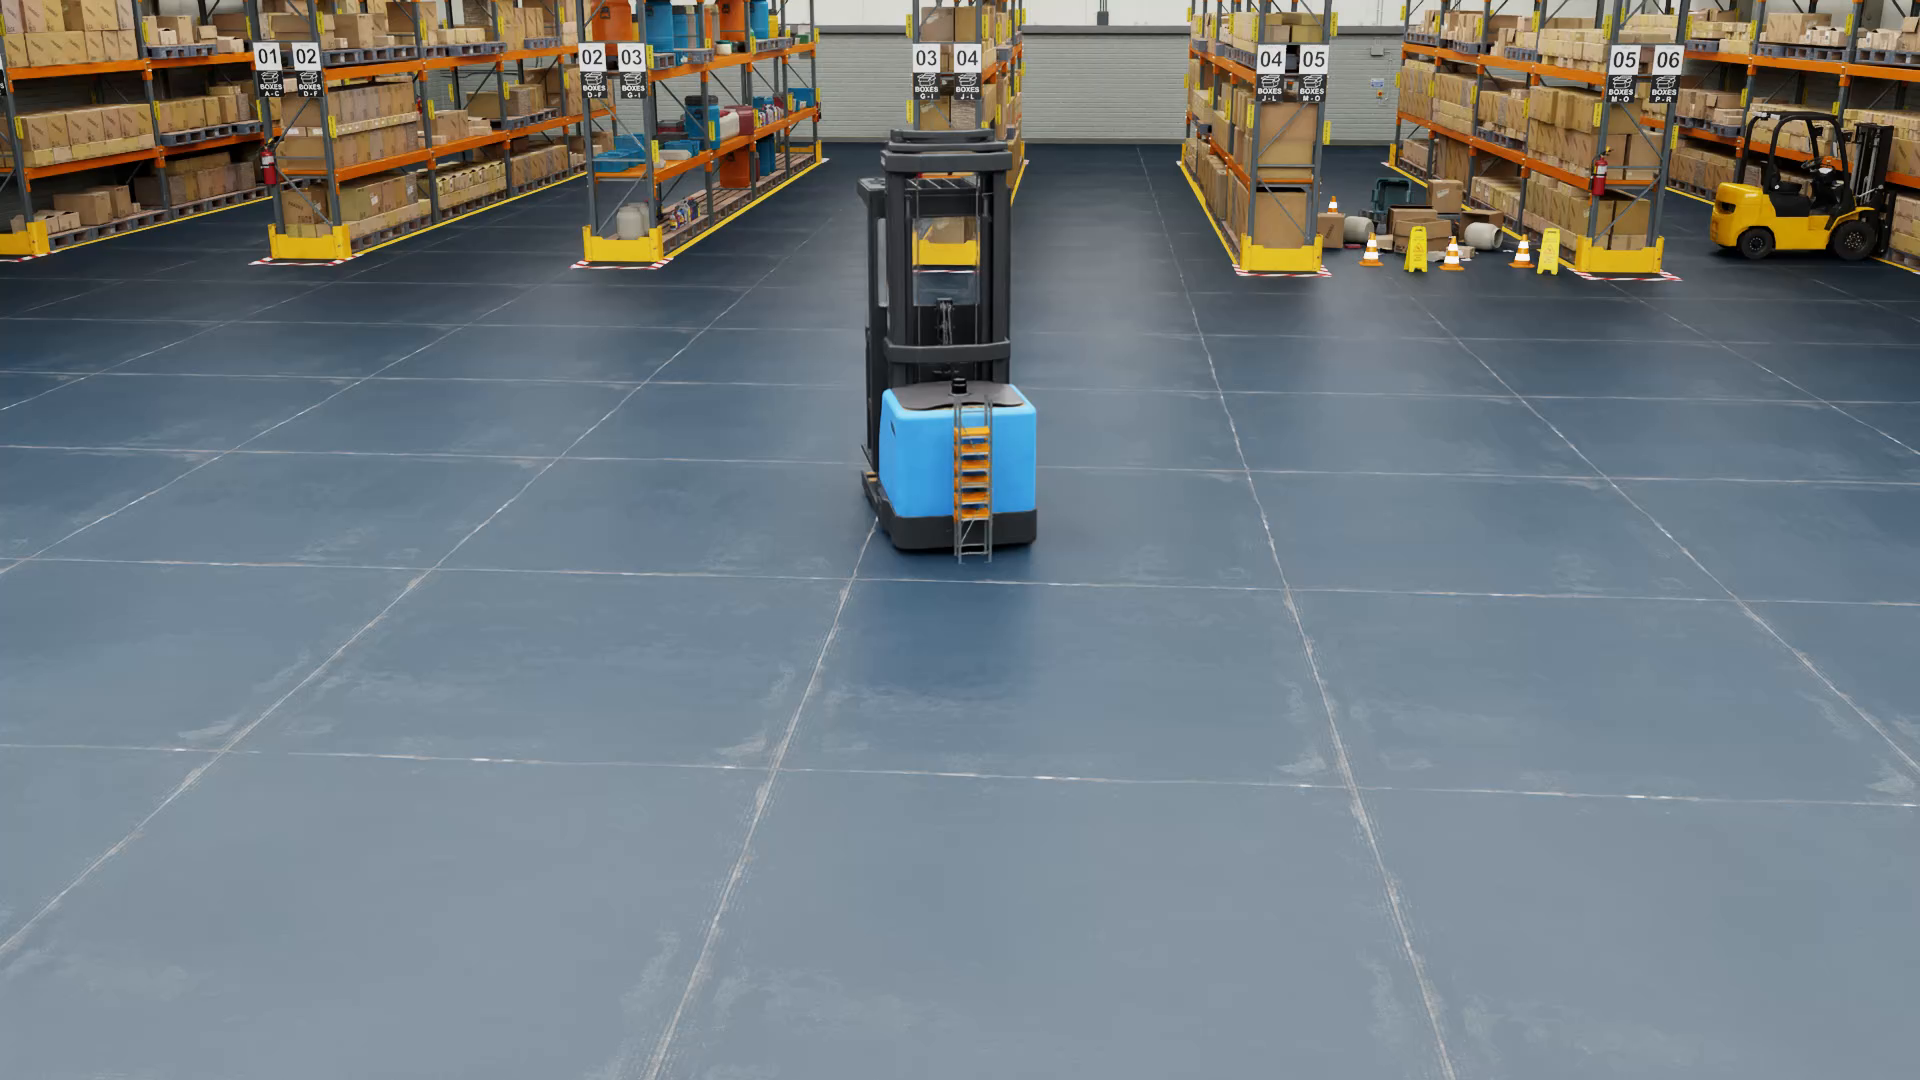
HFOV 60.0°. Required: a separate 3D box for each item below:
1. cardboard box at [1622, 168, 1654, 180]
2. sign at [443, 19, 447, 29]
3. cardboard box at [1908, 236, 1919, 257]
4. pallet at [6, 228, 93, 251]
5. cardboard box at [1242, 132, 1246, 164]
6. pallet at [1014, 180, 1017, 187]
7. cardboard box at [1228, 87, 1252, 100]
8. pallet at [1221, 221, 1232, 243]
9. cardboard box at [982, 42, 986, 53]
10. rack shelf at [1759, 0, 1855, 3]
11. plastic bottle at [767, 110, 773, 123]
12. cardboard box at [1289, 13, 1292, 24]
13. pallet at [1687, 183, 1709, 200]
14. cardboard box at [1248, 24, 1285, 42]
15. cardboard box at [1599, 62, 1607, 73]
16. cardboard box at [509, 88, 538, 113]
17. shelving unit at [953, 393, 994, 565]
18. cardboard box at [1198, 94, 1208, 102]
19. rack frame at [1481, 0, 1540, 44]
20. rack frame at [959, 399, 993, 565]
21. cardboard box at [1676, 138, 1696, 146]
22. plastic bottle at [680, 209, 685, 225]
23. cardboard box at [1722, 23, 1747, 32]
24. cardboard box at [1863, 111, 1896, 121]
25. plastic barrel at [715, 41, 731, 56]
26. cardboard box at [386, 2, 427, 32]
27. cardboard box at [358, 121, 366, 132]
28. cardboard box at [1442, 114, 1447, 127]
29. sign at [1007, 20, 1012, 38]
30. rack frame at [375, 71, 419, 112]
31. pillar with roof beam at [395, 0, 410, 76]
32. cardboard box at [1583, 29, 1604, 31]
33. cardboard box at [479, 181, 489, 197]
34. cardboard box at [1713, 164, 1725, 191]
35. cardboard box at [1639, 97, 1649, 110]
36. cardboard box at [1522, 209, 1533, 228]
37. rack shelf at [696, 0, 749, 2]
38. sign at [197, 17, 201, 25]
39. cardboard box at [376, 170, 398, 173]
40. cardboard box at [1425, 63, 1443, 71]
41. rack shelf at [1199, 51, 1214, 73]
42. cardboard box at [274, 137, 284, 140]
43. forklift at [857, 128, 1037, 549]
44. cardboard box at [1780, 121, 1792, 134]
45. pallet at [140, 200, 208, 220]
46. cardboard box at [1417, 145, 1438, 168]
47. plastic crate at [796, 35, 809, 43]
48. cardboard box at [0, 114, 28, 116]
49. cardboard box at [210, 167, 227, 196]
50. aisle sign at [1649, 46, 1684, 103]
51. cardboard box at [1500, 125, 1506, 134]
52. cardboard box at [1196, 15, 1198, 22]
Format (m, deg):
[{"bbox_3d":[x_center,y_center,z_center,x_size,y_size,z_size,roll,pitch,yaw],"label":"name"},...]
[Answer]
[{"bbox_3d":[9.932,-5.365,24.382,0.380,0.149,0.250,1,18,4],"label":"cardboard box"},{"bbox_3d":[-10.032,-9.995,32.462,0.100,0.325,0.005,1,18,4],"label":"sign"},{"bbox_3d":[14.370,-4.319,24.530,0.500,0.250,0.500,1,18,4],"label":"cardboard box"},{"bbox_3d":[-14.907,-4.886,26.996,1.003,0.211,1.213,1,18,4],"label":"pallet"},{"bbox_3d":[4.917,-6.158,26.158,0.875,0.550,0.500,1,18,4],"label":"cardboard box"},{"bbox_3d":[0.696,-7.765,35.781,1.003,0.211,1.213,1,18,4],"label":"pallet"},{"bbox_3d":[5.182,-7.855,29.812,0.700,0.500,0.500,1,18,3],"label":"cardboard box"},{"bbox_3d":[4.910,-5.145,27.786,1.003,0.211,1.213,1,18,4],"label":"pallet"},{"bbox_3d":[0.182,-7.307,24.688,0.380,0.149,0.250,2,18,5],"label":"cardboard box"},{"bbox_3d":[15.082,-9.456,28.627,1.077,0.370,4.000,1,18,4],"label":"rack shelf"},{"bbox_3d":[-4.042,-8.941,35.093,0.152,0.276,0.135,1,18,4],"label":"plastic bottle"},{"bbox_3d":[5.190,-7.886,25.142,0.380,0.149,0.250,1,18,3],"label":"cardboard box"},{"bbox_3d":[15.407,-7.042,33.575,1.003,0.211,1.213,1,18,4],"label":"pallet"},{"bbox_3d":[4.549,-7.519,24.662,0.500,0.250,0.500,1,18,4],"label":"cardboard box"},{"bbox_3d":[9.447,-6.806,23.964,0.380,0.149,0.250,1,18,4],"label":"cardboard box"},{"bbox_3d":[-9.269,-9.251,35.002,0.700,0.500,0.500,-3,18,-10],"label":"cardboard box"},{"bbox_3d":[0.093,-0.427,11.801,0.258,1.200,0.189,-3,18,-10],"label":"shelving unit"},{"bbox_3d":[5.022,-8.955,33.708,0.380,0.149,0.250,2,18,6],"label":"cardboard box"},{"bbox_3d":[10.274,-10.719,30.683,1.000,3.000,0.127,1,18,4],"label":"rack frame"},{"bbox_3d":[0.109,-0.399,11.715,0.240,1.200,0.006,-3,18,-10],"label":"rack frame"},{"bbox_3d":[15.282,-8.355,34.924,0.380,0.149,0.250,1,18,3],"label":"cardboard box"},{"bbox_3d":[-4.637,-5.384,27.712,0.097,0.271,0.097,0,18,0],"label":"plastic bottle"},{"bbox_3d":[15.048,-9.960,32.306,0.380,0.149,0.250,1,18,4],"label":"cardboard box"},{"bbox_3d":[14.682,-6.758,26.550,0.380,0.149,0.250,1,18,3],"label":"cardboard box"},{"bbox_3d":[-4.409,-9.159,30.963,0.301,0.262,0.301,0,18,0],"label":"plastic barrel"},{"bbox_3d":[-9.694,-9.170,29.135,0.500,0.500,0.500,2,18,5],"label":"cardboard box"},{"bbox_3d":[-9.749,-6.620,26.607,0.380,0.149,0.250,1,18,2],"label":"cardboard box"},{"bbox_3d":[10.178,-8.589,34.058,0.500,0.250,0.500,1,18,3],"label":"cardboard box"},{"bbox_3d":[0.931,-9.747,31.706,0.100,0.325,0.005,1,18,4],"label":"sign"},{"bbox_3d":[-13.859,-10.905,40.887,1.000,3.000,0.127,1,18,4],"label":"rack frame"},{"bbox_3d":[-10.234,-14.518,42.278,9.100,9.000,0.400,1,18,4],"label":"pillar with roof beam"},{"bbox_3d":[10.132,-8.046,26.466,0.380,0.149,0.250,2,18,5],"label":"cardboard box"},{"bbox_3d":[-9.358,-6.719,31.853,0.500,0.250,0.500,2,18,5],"label":"cardboard box"},{"bbox_3d":[15.088,-7.061,32.496,0.500,0.500,0.500,1,18,3],"label":"cardboard box"},{"bbox_3d":[15.413,-9.705,36.986,0.500,0.250,0.500,1,18,2],"label":"cardboard box"},{"bbox_3d":[9.676,-5.341,27.648,0.500,0.250,0.500,0,18,1],"label":"cardboard box"},{"bbox_3d":[-4.694,-9.897,29.974,1.077,0.370,4.000,1,18,4],"label":"rack shelf"},{"bbox_3d":[-14.985,-10.144,32.790,0.100,0.325,0.005,1,18,4],"label":"sign"},{"bbox_3d":[-10.123,-6.181,29.007,0.500,0.500,0.500,1,18,4],"label":"cardboard box"},{"bbox_3d":[10.403,-10.358,36.409,0.380,0.149,0.250,1,18,3],"label":"cardboard box"},{"bbox_3d":[5.473,-9.652,33.399,1.077,0.370,4.000,1,18,4],"label":"rack shelf"},{"bbox_3d":[-14.179,-8.096,35.092,0.750,0.750,0.750,1,18,4],"label":"cardboard box"},{"bbox_3d":[-0.200,-1.745,13.040,1.130,2.935,3.031,-3,18,-10],"label":"forklift"},{"bbox_3d":[14.846,-7.315,29.369,0.500,0.250,0.500,2,18,5],"label":"cardboard box"},{"bbox_3d":[-14.664,-6.095,30.686,1.003,0.211,1.213,1,18,4],"label":"pallet"},{"bbox_3d":[10.777,-8.563,37.179,0.875,0.438,0.875,1,18,2],"label":"cardboard box"},{"bbox_3d":[-3.763,-11.696,38.824,0.450,0.188,0.336,1,18,4],"label":"plastic crate"},{"bbox_3d":[-15.138,-6.538,26.563,0.500,0.500,0.500,2,18,5],"label":"cardboard box"},{"bbox_3d":[-14.592,-6.905,31.986,0.700,0.500,0.500,1,18,4],"label":"cardboard box"},{"bbox_3d":[10.005,-6.592,23.550,0.394,0.787,0.004,1,18,4],"label":"aisle sign"},{"bbox_3d":[9.901,-7.350,29.767,0.380,0.149,0.250,2,18,6],"label":"cardboard box"},{"bbox_3d":[5.431,-11.555,36.851,0.380,0.149,0.250,1,18,3],"label":"cardboard box"}]
